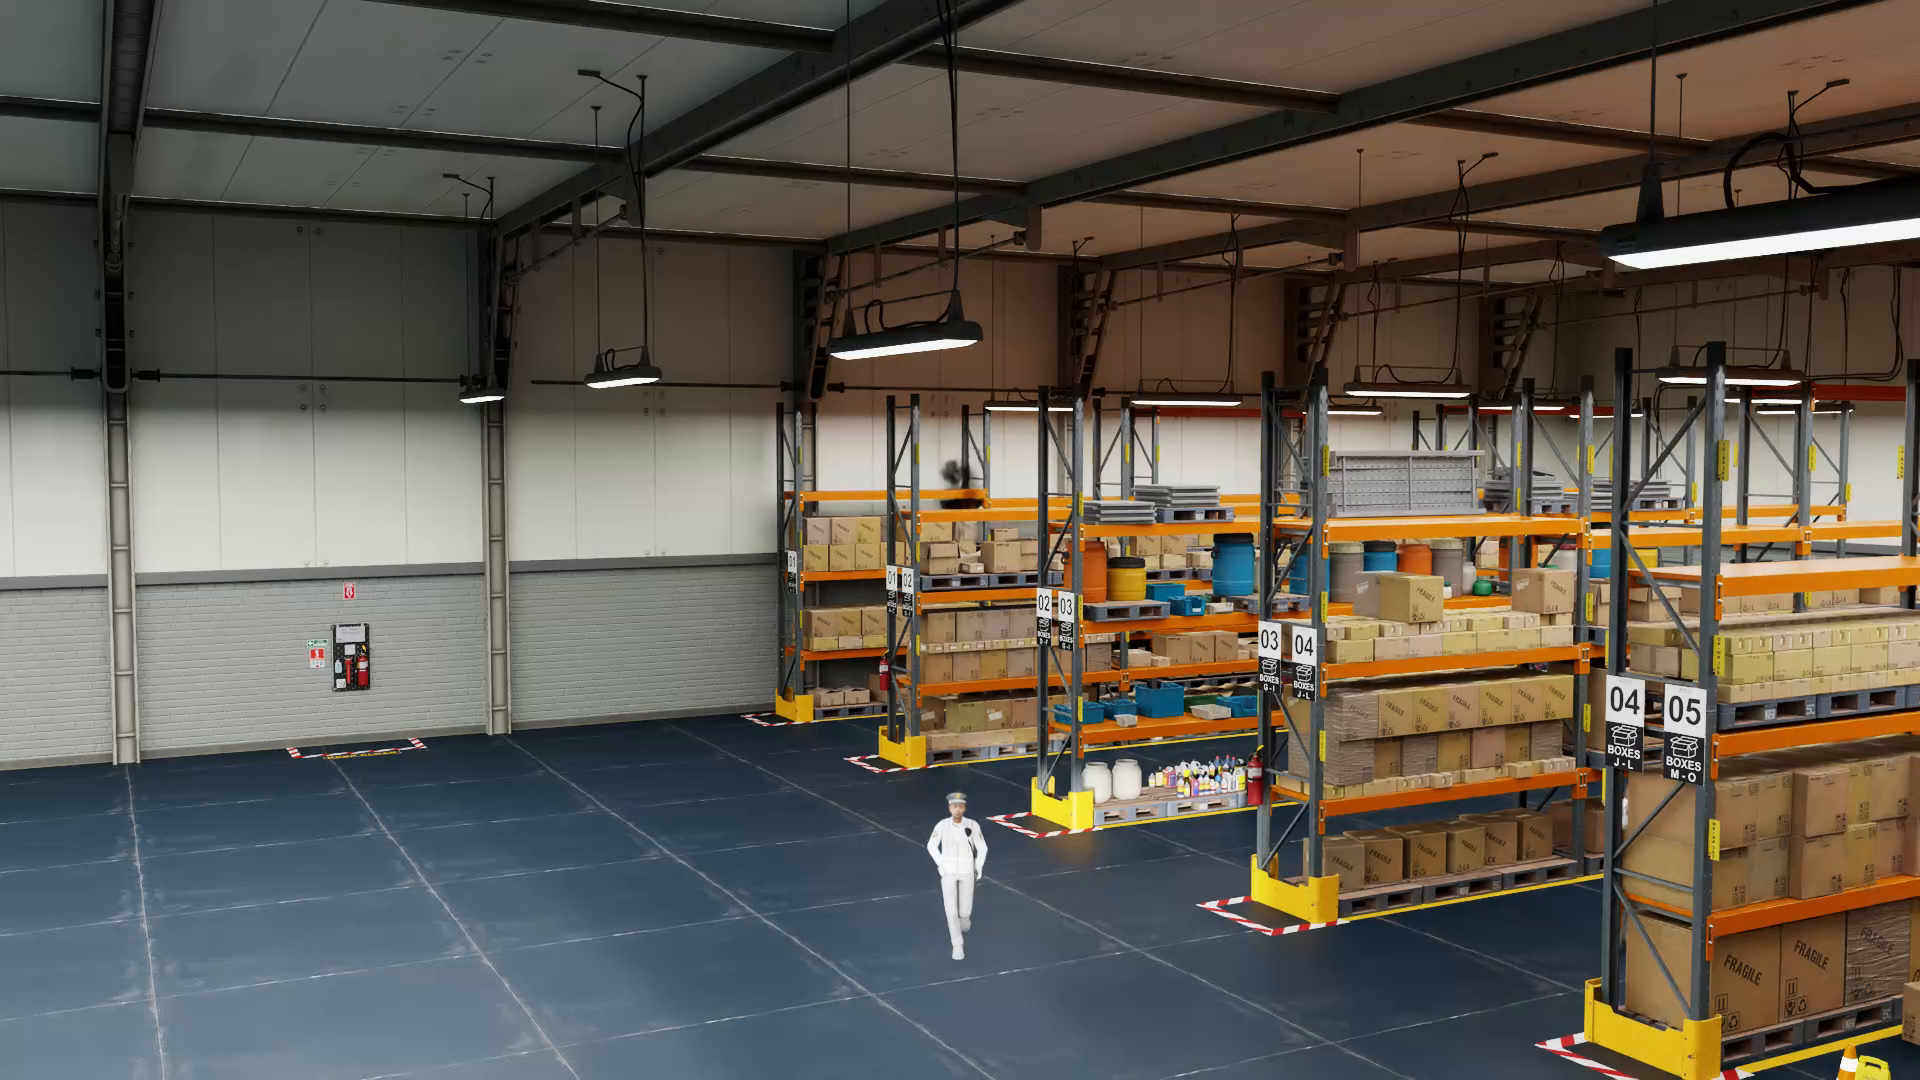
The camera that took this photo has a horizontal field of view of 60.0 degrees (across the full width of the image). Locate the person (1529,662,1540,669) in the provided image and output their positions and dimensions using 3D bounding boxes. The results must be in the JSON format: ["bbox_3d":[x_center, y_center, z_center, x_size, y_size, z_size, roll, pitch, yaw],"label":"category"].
[{"bbox_3d":[10.553,2.553,30.720,0.774,1.796,0.681,-2,4,-33],"label":"person"}]

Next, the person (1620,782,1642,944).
[{"bbox_3d":[6.880,3.333,16.953,0.836,1.839,0.688,-3,4,-39],"label":"person"}]

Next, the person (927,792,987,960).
[{"bbox_3d":[-0.028,3.386,16.993,0.617,1.665,0.609,0,3,0],"label":"person"}]
